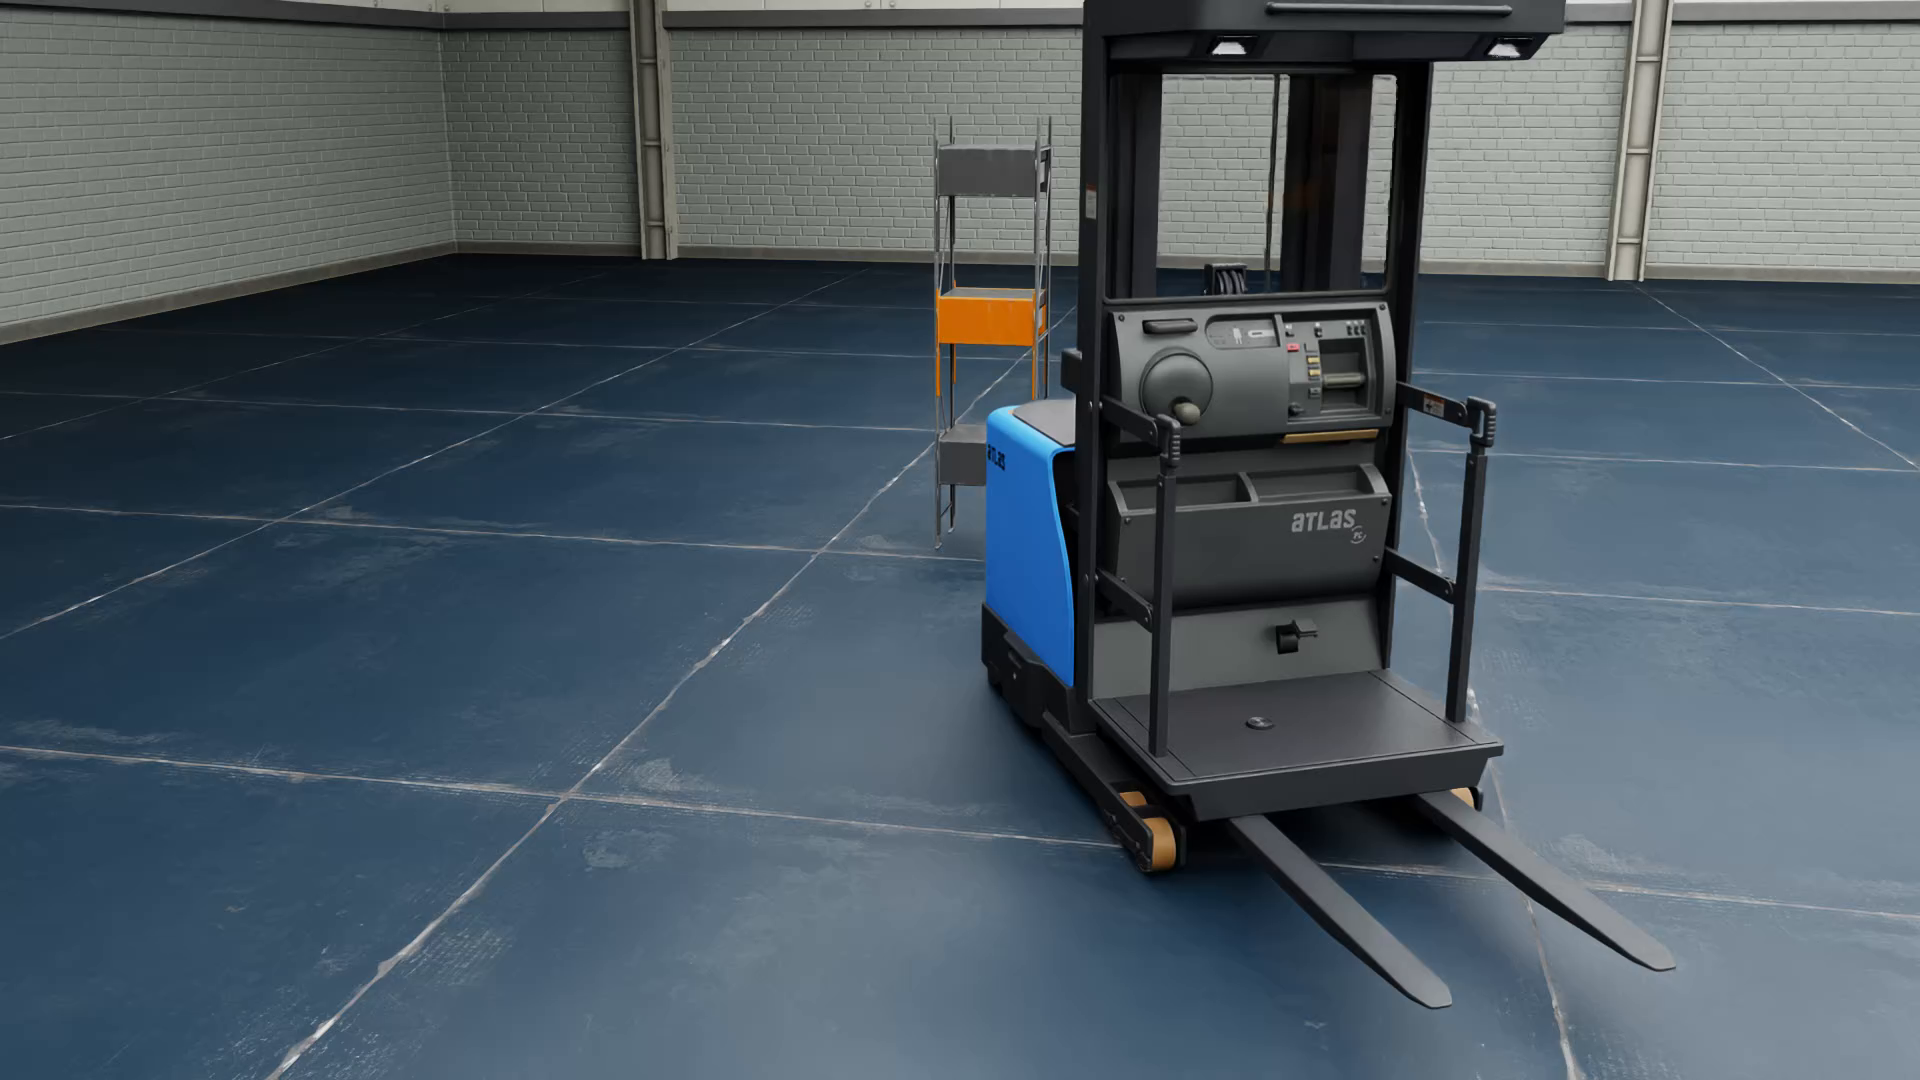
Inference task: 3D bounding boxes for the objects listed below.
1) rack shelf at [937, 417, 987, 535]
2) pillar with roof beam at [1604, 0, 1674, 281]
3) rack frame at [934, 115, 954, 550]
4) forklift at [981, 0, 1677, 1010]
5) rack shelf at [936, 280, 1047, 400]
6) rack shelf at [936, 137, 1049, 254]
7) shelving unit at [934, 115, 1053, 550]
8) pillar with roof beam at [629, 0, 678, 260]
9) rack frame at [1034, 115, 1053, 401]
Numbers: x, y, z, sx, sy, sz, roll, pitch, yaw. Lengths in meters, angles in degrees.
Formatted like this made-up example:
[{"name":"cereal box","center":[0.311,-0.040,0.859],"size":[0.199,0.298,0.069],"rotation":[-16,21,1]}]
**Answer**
[{"name":"rack shelf","center":[0.162,-0.315,8.370],"size":[0.480,0.518,0.431],"rotation":[3,16,11]},{"name":"pillar with roof beam","center":[6.955,-6.283,14.317],"size":[0.400,9.000,9.100],"rotation":[3,16,11]},{"name":"rack frame","center":[-0.077,-1.016,8.227],"size":[0.015,2.100,0.400],"rotation":[3,16,11]},{"name":"forklift","center":[0.980,-0.542,4.958],"size":[1.130,2.935,3.031],"rotation":[-4,16,-15]},{"name":"rack shelf","center":[0.162,-0.990,8.184],"size":[0.480,0.518,0.431],"rotation":[3,16,11]},{"name":"rack shelf","center":[0.162,-1.665,7.997],"size":[0.480,0.518,0.431],"rotation":[3,16,11]},{"name":"shelving unit","center":[0.162,-1.003,8.180],"size":[0.503,2.100,0.431],"rotation":[3,16,11]},{"name":"pillar with roof beam","center":[-4.804,-6.921,16.621],"size":[0.400,9.000,9.100],"rotation":[3,16,11]},{"name":"rack frame","center":[0.401,-0.990,8.133],"size":[0.015,2.100,0.400],"rotation":[3,16,11]}]
